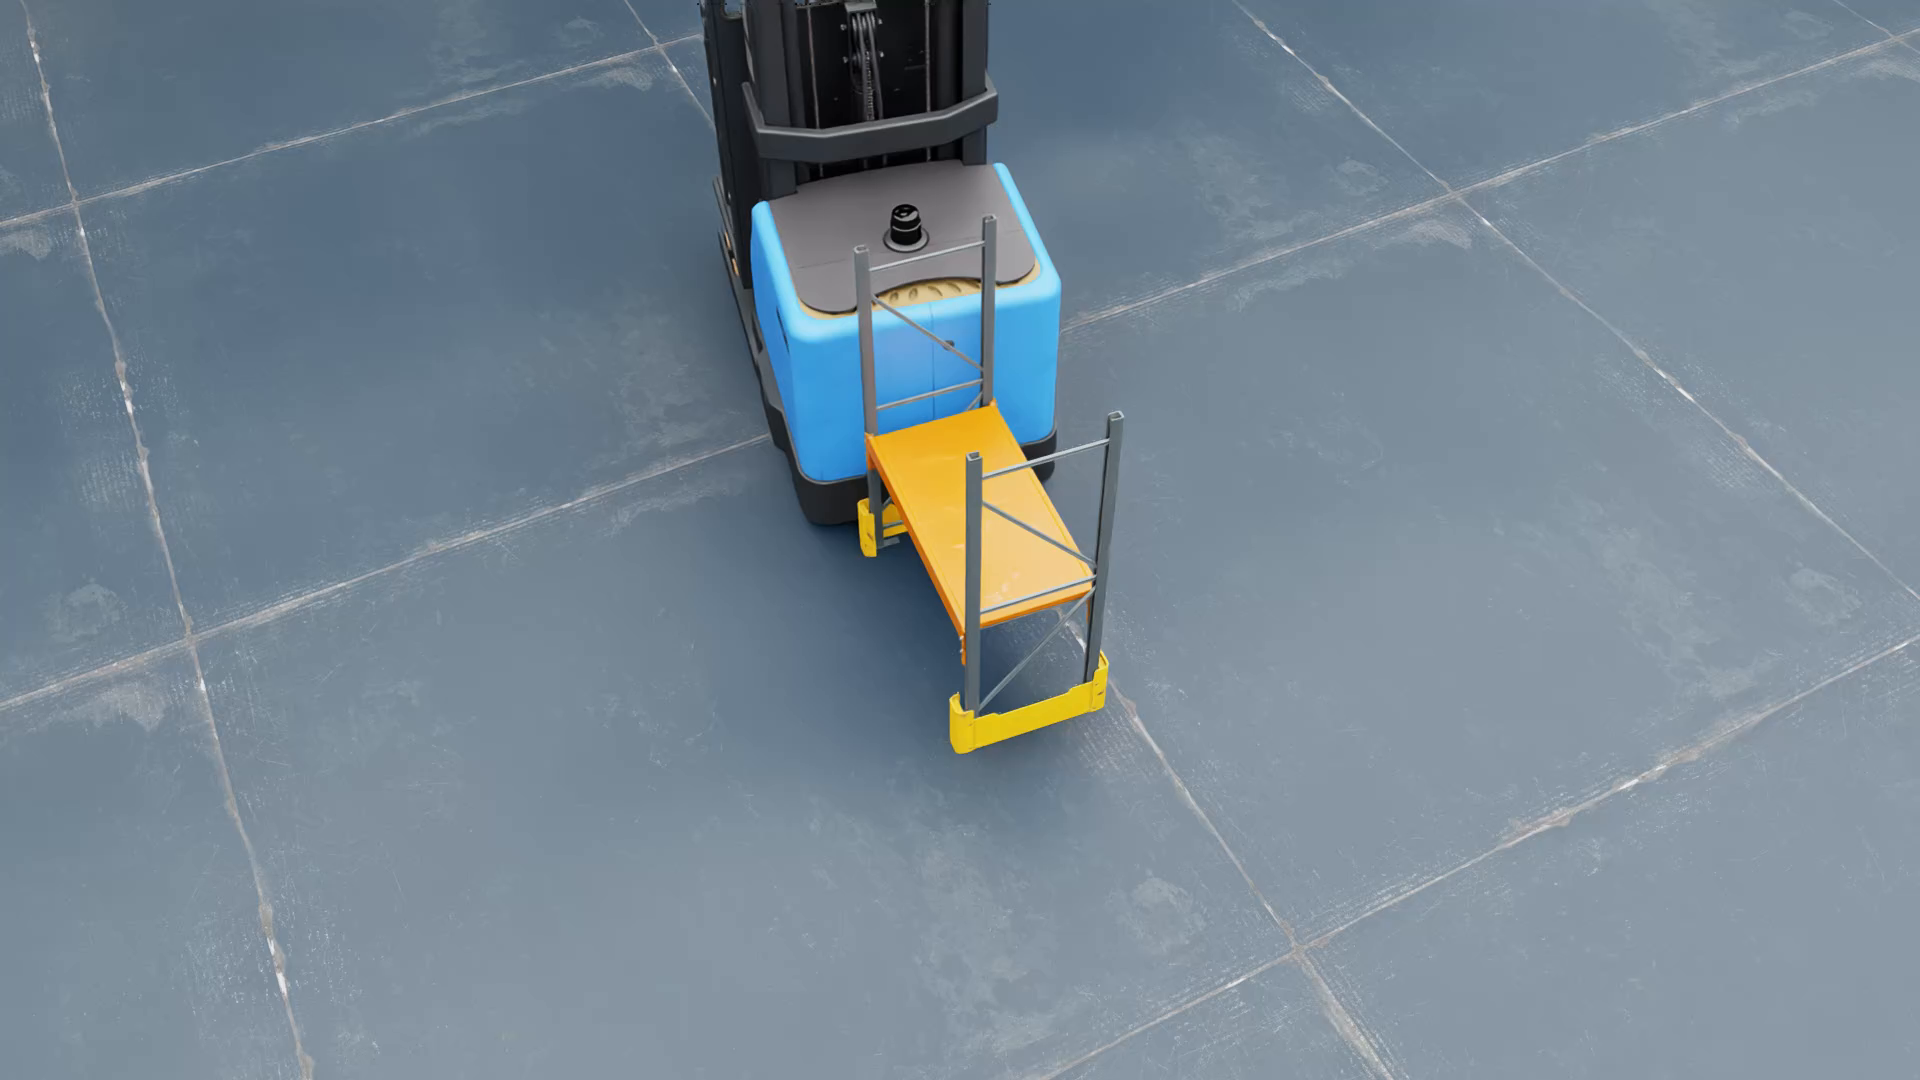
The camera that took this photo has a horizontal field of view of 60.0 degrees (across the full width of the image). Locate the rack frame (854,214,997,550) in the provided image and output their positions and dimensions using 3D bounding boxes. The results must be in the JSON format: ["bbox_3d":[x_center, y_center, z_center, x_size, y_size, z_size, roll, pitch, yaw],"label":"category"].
[{"bbox_3d":[-0.114,-0.530,6.109,0.500,1.500,0.032,-16,51,-14],"label":"rack frame"}]

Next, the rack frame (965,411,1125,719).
[{"bbox_3d":[0.254,0.184,5.485,0.500,1.500,0.032,-16,51,-14],"label":"rack frame"}]

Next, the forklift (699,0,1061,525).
[{"bbox_3d":[-0.491,-2.162,6.586,1.130,2.935,3.031,-12,50,-10],"label":"forklift"}]

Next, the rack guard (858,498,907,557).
[{"bbox_3d":[-0.113,-0.117,6.579,0.587,0.250,0.087,-16,51,-14],"label":"rack guard"}]

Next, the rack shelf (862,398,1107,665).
[{"bbox_3d":[0.070,-0.054,5.933,0.538,0.185,1.000,-16,51,-14],"label":"rack shelf"}]

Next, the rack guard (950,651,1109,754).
[{"bbox_3d":[0.247,0.582,5.968,0.587,0.250,0.087,-16,51,-14],"label":"rack guard"}]

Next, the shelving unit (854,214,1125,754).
[{"bbox_3d":[0.067,-0.179,5.803,0.587,1.500,1.083,-16,51,-14],"label":"shelving unit"}]
